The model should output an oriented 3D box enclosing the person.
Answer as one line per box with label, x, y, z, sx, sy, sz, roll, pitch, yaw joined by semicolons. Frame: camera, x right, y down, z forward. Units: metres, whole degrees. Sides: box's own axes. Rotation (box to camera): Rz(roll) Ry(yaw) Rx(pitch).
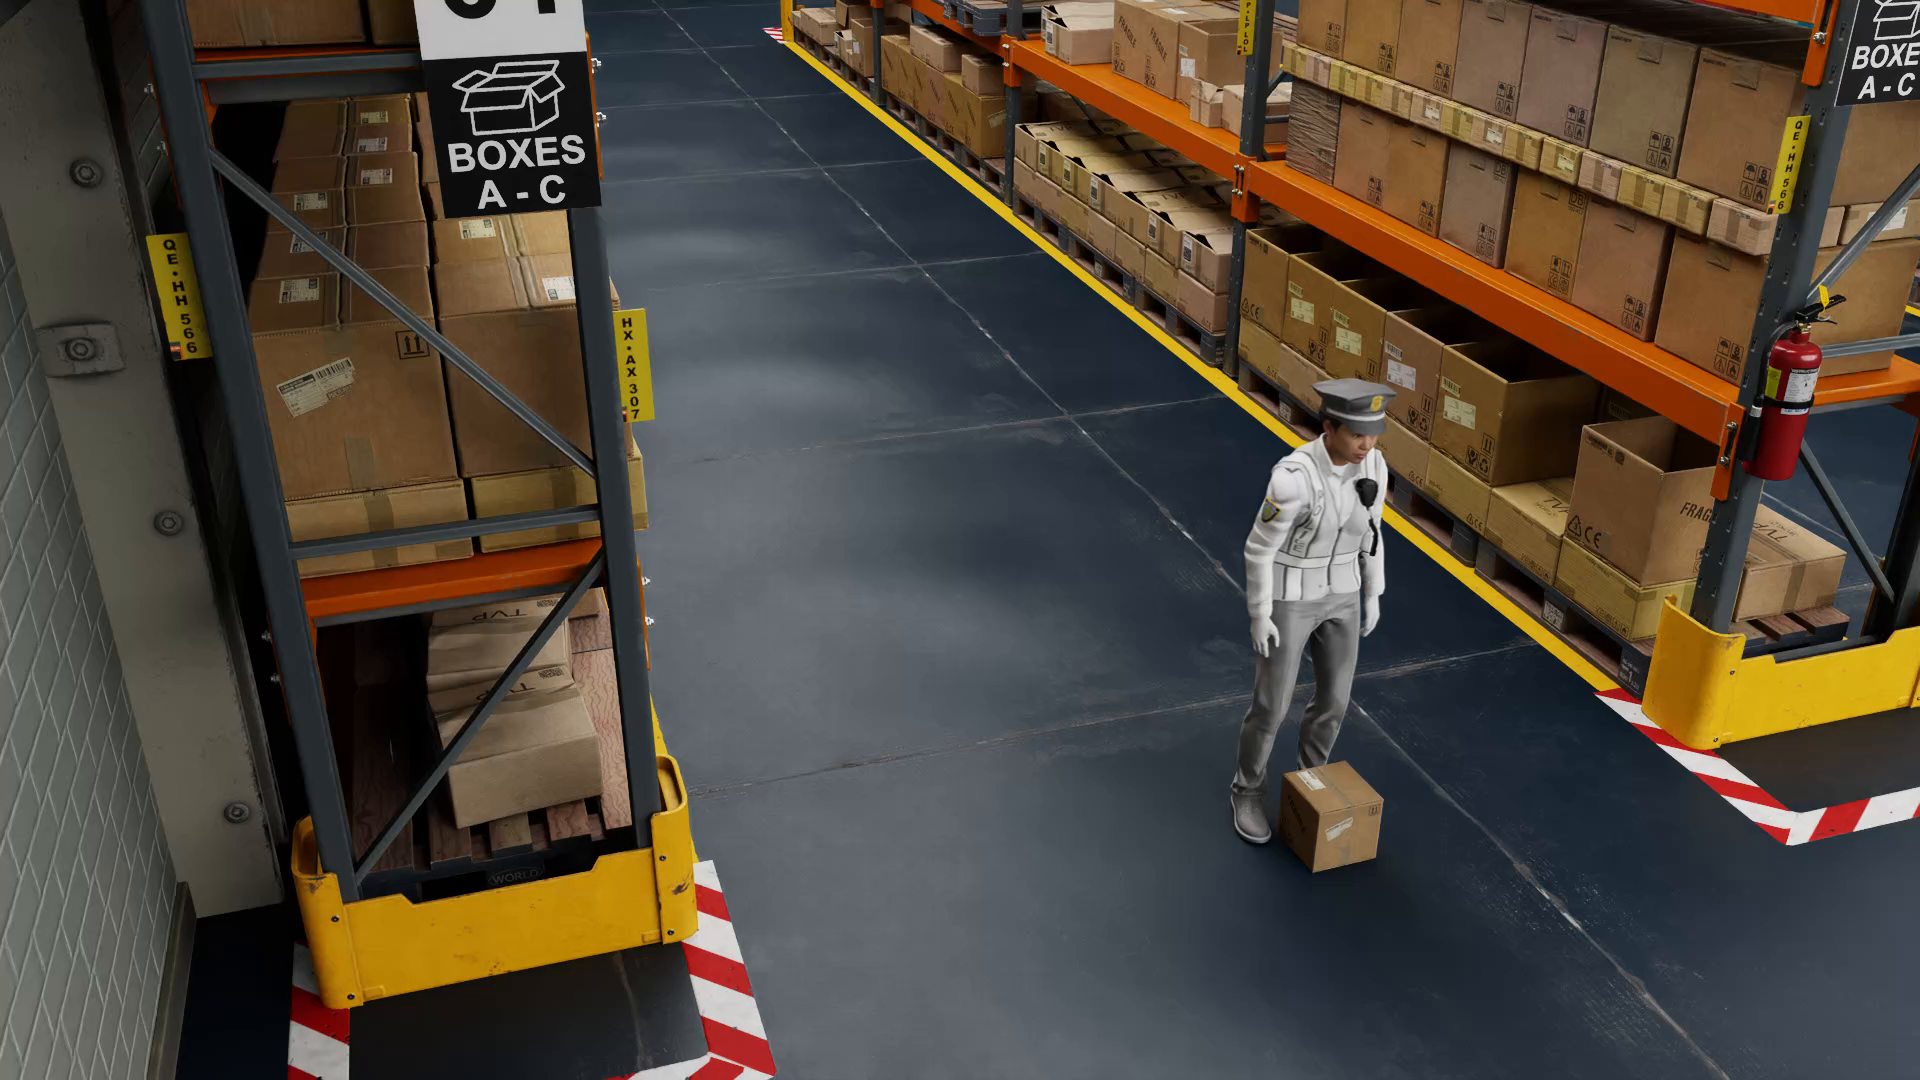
person;1.205;0.224;5.663;0.543;1.662;0.376;-10;28;-19
